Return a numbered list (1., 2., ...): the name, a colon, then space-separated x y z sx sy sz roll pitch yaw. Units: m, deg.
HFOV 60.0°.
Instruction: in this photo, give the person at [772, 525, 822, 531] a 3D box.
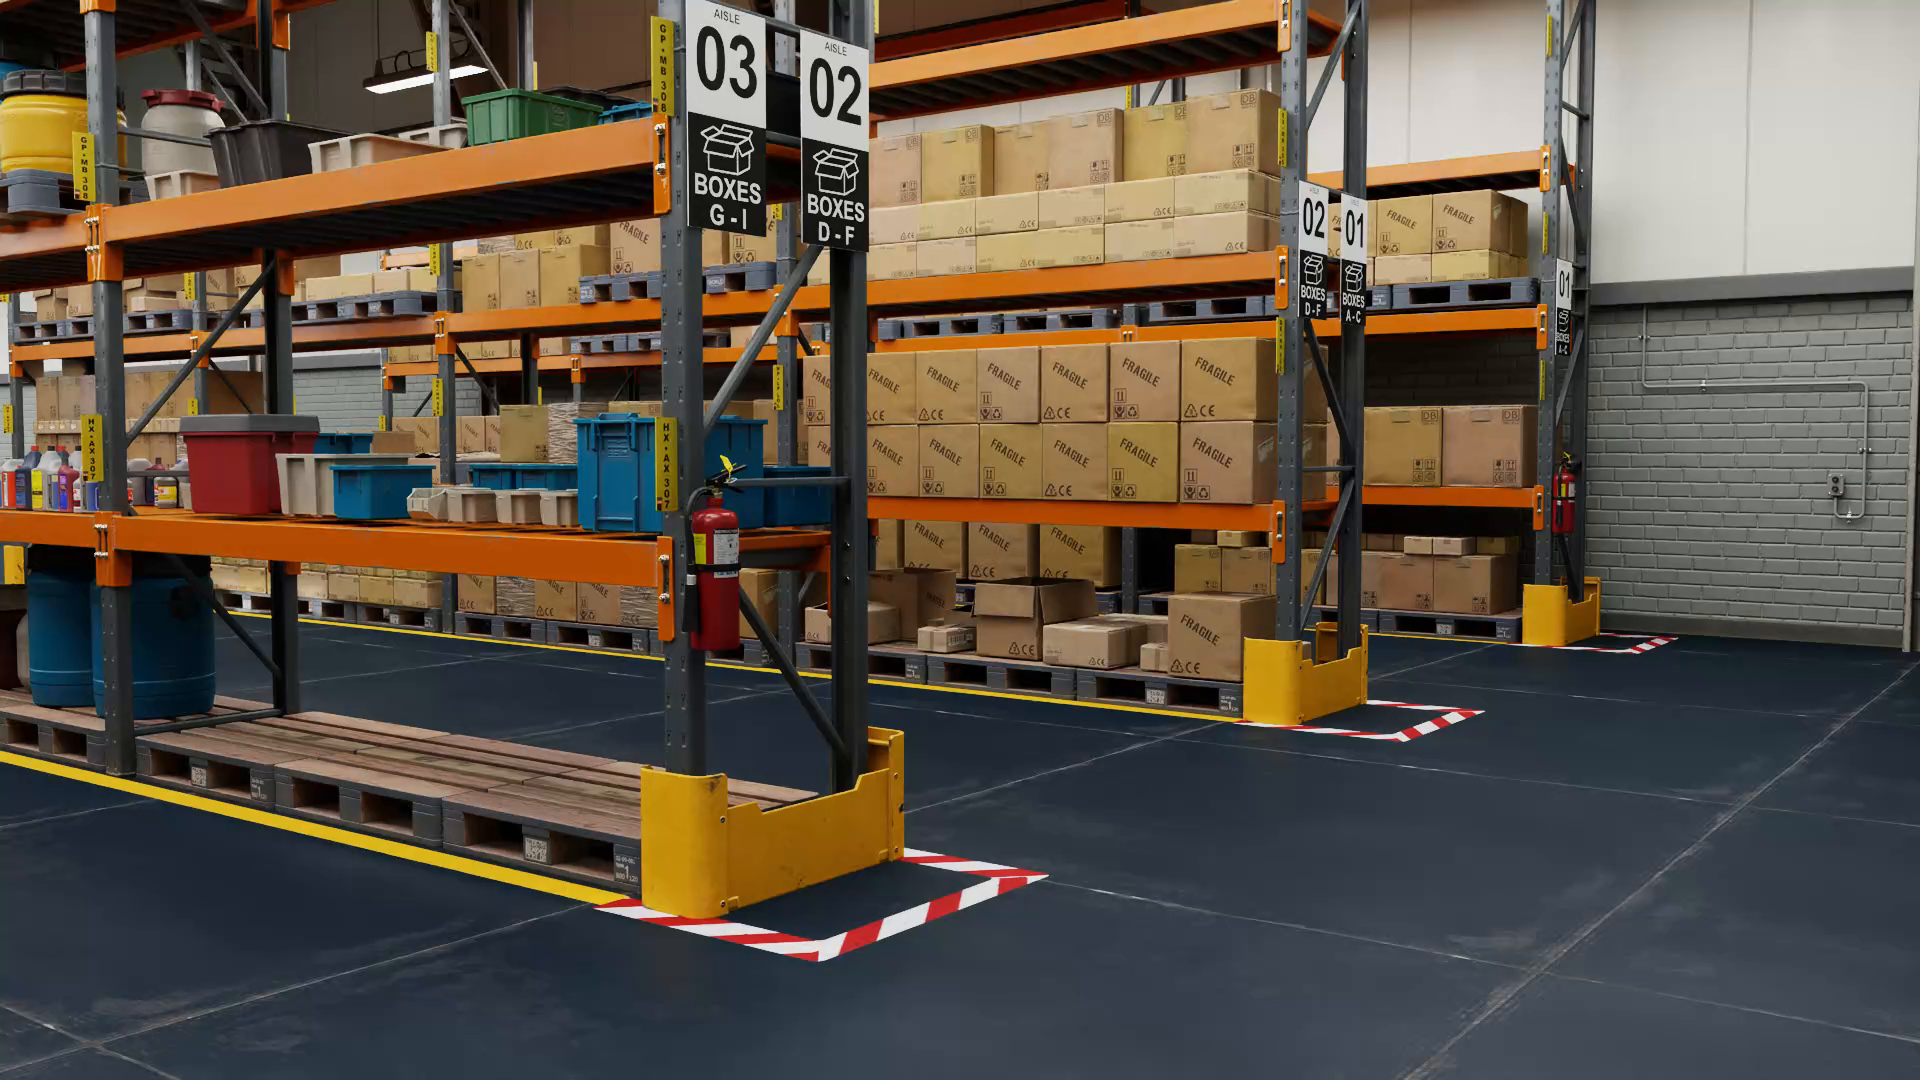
1. person: -1.713 -0.209 17.433 0.567 1.771 0.378 -2 4 -35
